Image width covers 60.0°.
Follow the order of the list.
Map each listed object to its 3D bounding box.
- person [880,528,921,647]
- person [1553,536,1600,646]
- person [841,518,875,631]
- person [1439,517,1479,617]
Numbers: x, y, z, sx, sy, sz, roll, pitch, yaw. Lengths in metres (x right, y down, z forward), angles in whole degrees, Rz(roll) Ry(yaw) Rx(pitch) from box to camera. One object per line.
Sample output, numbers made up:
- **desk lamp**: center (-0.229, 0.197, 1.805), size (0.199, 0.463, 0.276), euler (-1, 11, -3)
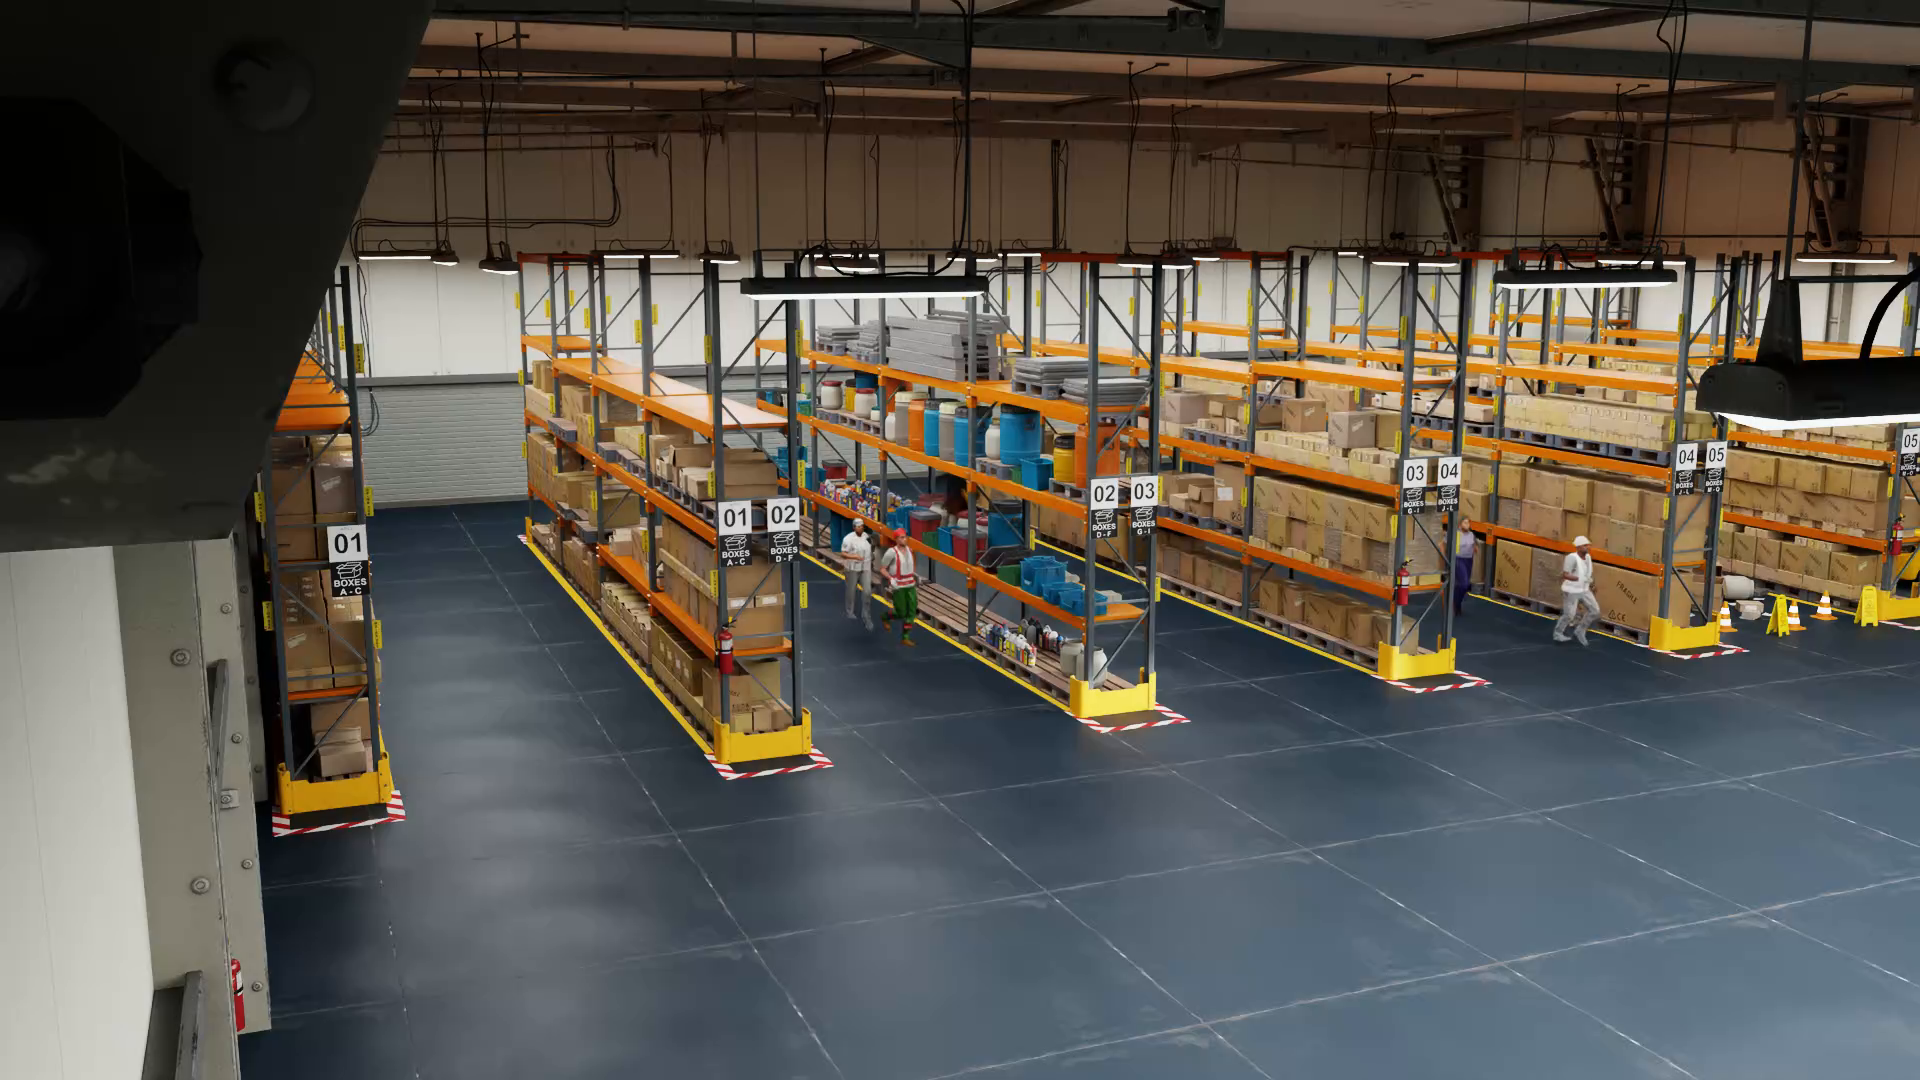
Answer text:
- **person**: center (-0.886, 0.688, 24.803), size (0.655, 1.758, 0.718), euler (-8, 13, -39)
- **person**: center (9.591, 0.796, 25.798), size (0.708, 1.755, 0.753), euler (-6, 12, -31)
- **person**: center (-1.600, 0.534, 26.154), size (0.592, 1.787, 0.707), euler (-5, 12, -26)
- **person**: center (8.475, 0.453, 28.094), size (0.575, 1.674, 0.711), euler (-5, 12, -27)
